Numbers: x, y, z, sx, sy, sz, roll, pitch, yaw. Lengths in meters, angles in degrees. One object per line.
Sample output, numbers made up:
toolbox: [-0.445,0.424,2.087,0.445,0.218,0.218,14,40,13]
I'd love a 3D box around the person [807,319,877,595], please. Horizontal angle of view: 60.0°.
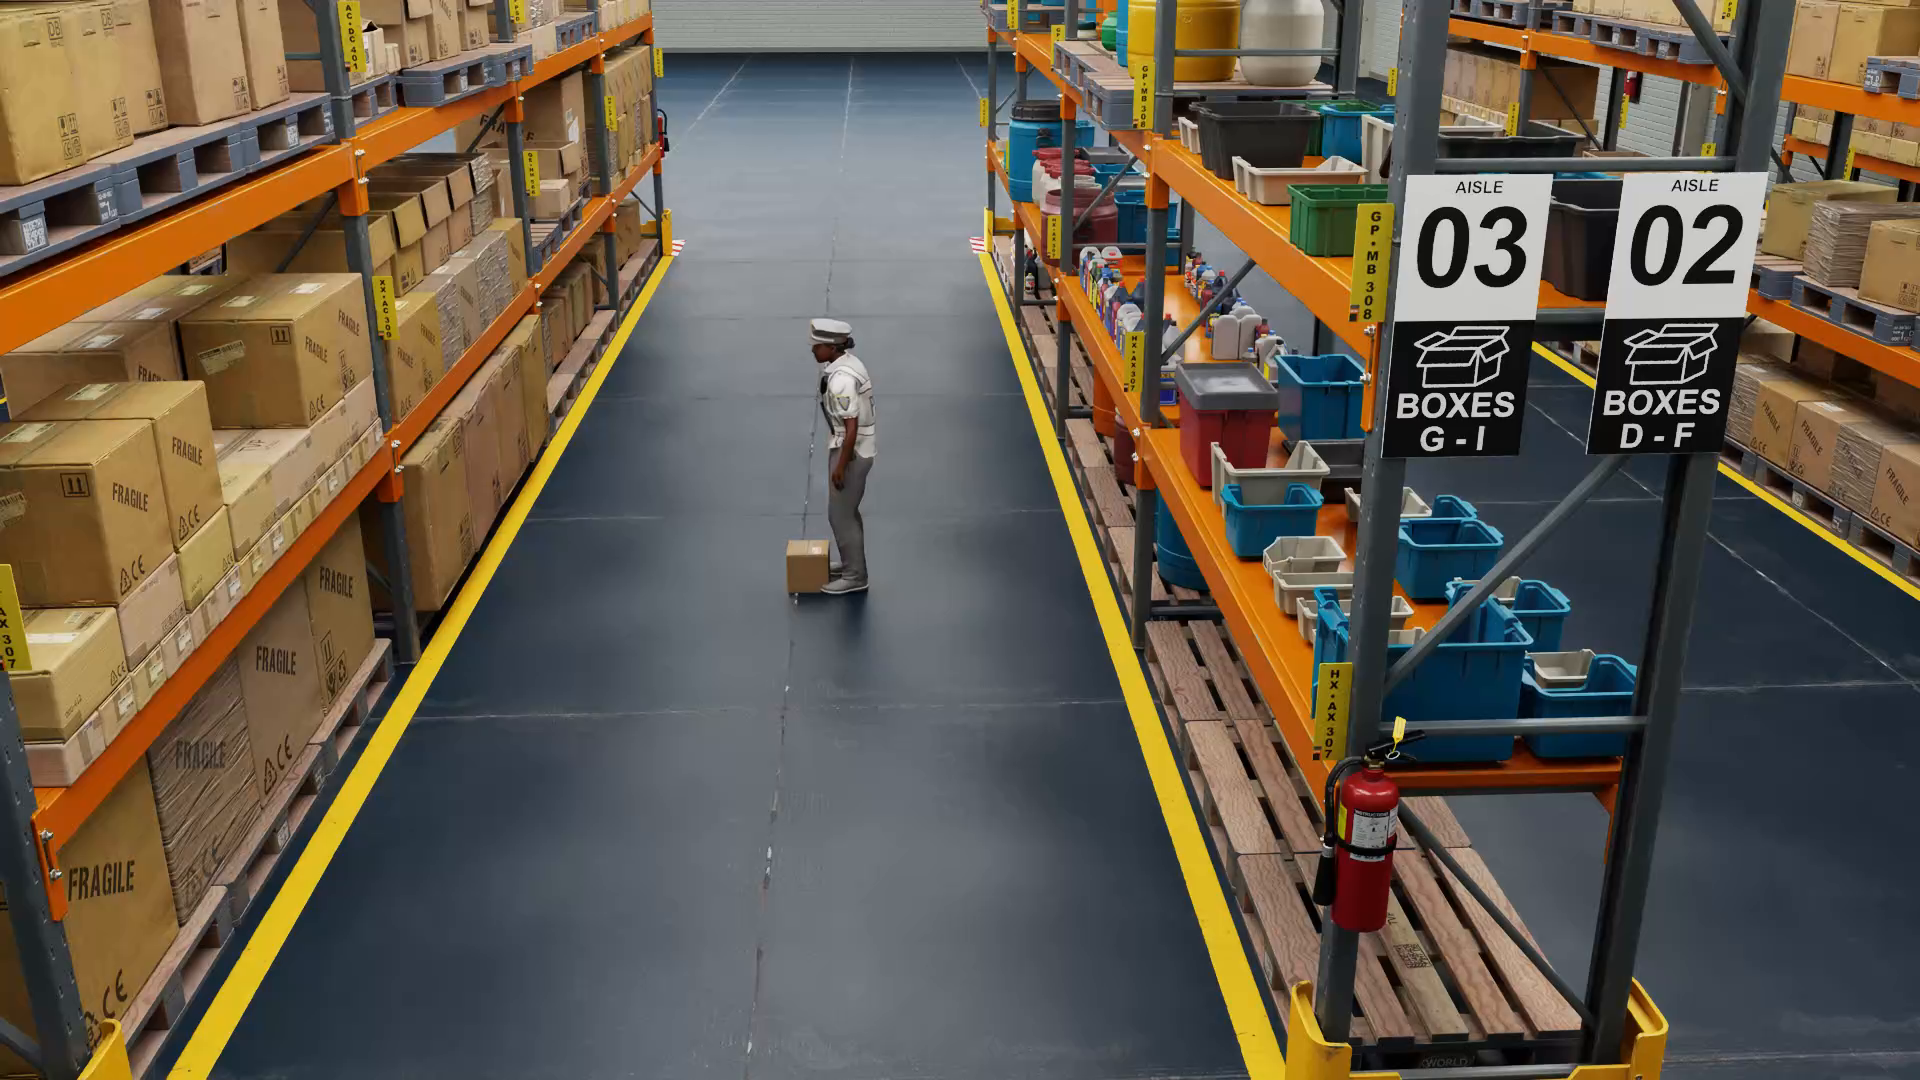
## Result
person: [-0.693,-0.506,9.926,0.393,1.663,0.528,-2,21,-5]
